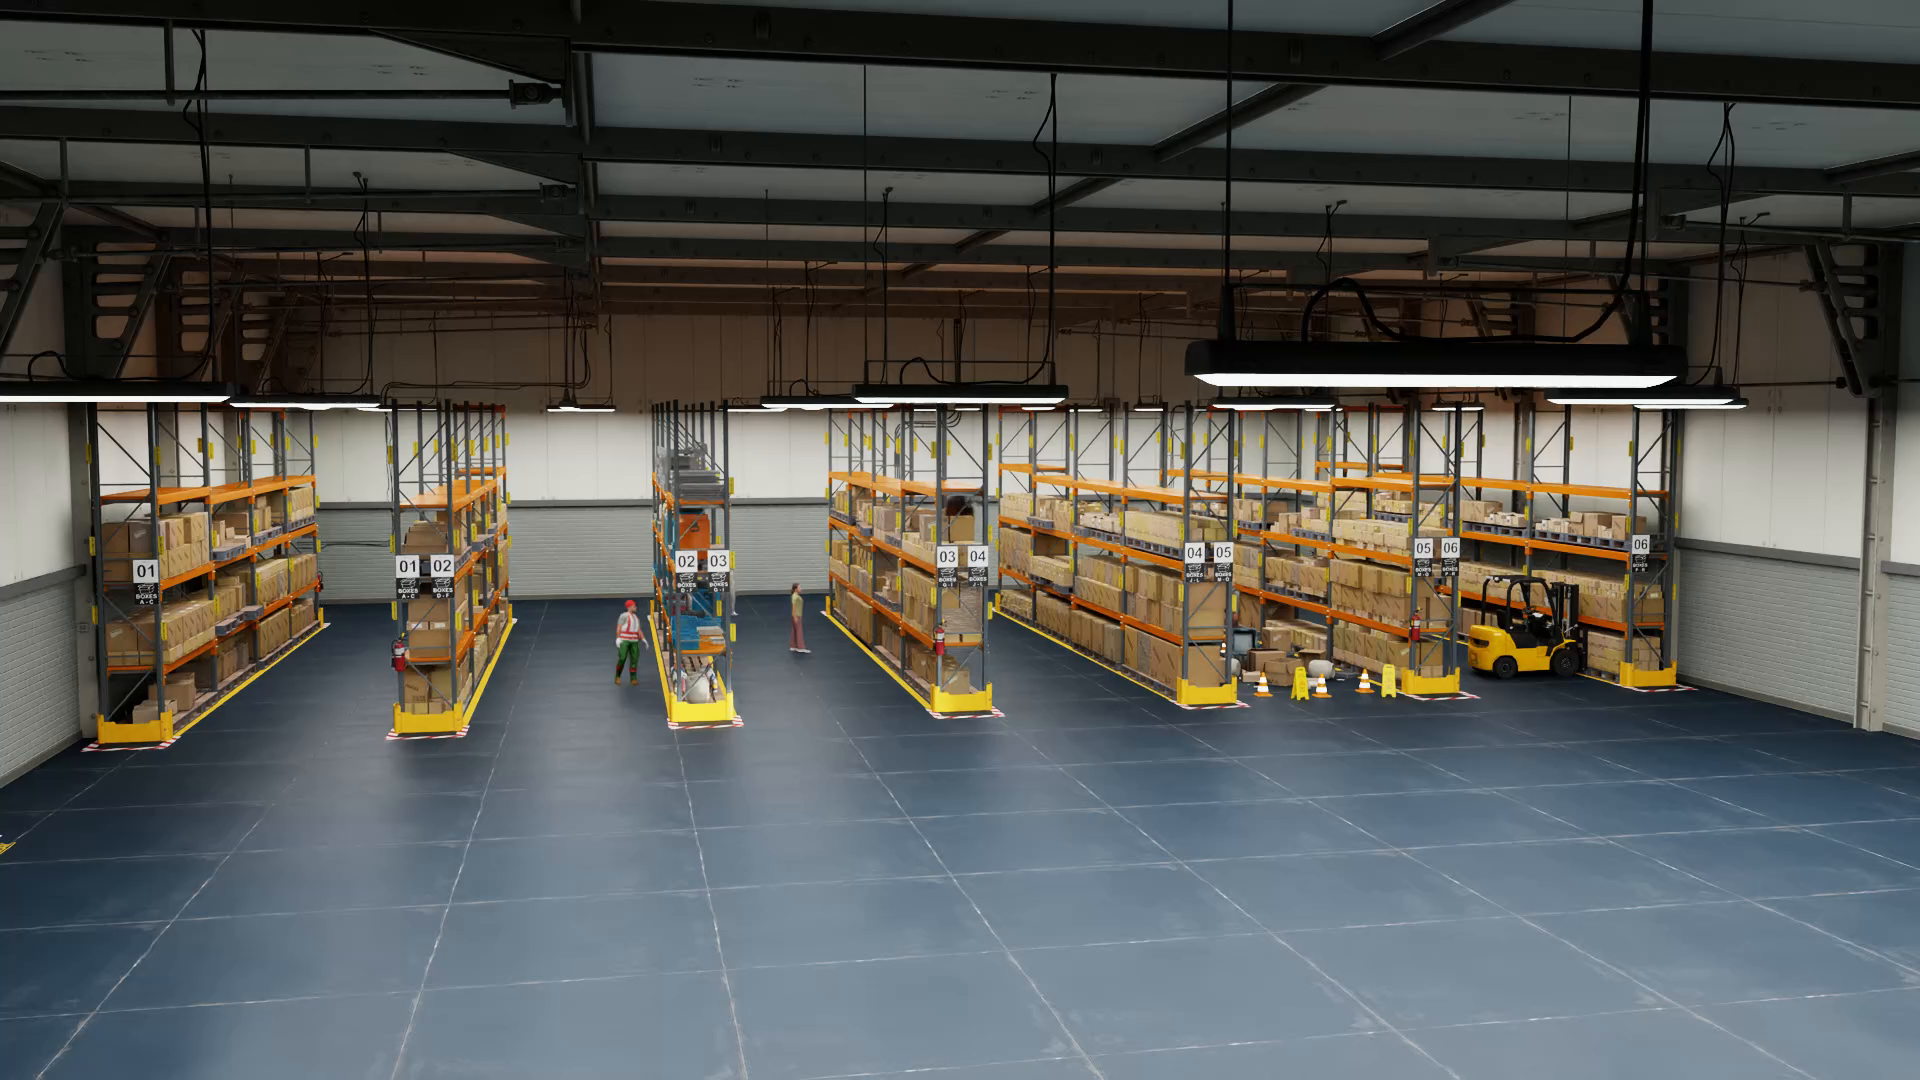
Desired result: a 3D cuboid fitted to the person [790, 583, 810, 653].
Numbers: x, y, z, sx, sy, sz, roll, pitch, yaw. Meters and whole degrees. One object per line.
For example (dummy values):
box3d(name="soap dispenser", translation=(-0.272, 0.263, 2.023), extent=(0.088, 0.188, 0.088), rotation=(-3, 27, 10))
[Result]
box3d(name="person", translation=(-3.858, 1.868, 40.113), extent=(0.505, 1.688, 0.457), rotation=(0, 4, 0))

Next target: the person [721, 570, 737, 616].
box3d(name="person", translation=(-6.627, 1.363, 47.426), extent=(0.447, 1.552, 0.763), rotation=(-3, 5, -32))

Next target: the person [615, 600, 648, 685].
box3d(name="person", translation=(-7.003, 2.184, 35.283), extent=(0.691, 1.796, 0.489), rotation=(-4, 6, -42))

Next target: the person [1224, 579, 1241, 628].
box3d(name="person", translation=(6.622, 1.811, 40.504), extent=(0.367, 1.724, 0.582), rotation=(0, 4, -6))
